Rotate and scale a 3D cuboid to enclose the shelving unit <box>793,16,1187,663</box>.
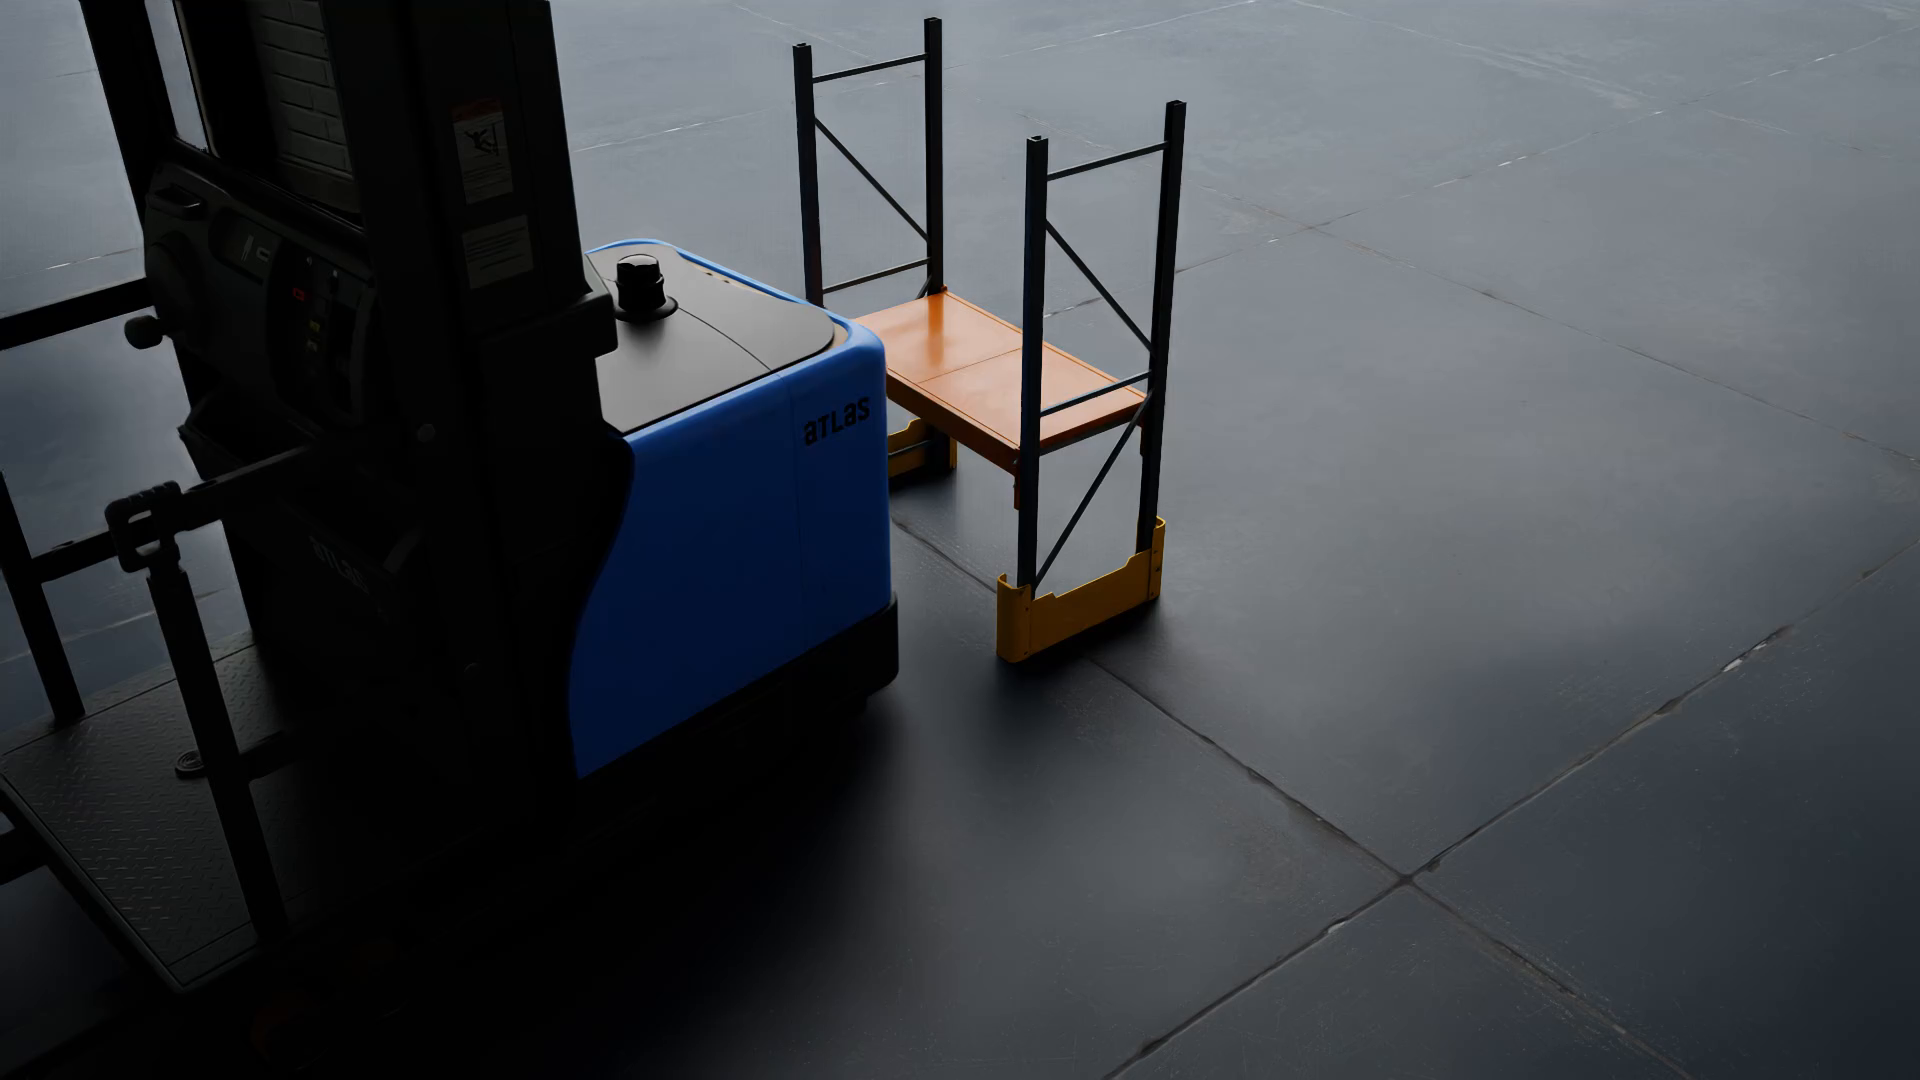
[{"bbox_3d":[0.047,-0.605,4.803,0.587,1.500,1.083,-22,38,-31],"label":"shelving unit"}]

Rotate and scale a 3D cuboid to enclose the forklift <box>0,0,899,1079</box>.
[{"bbox_3d":[-1.549,-0.448,3.193,1.130,2.935,3.031,27,41,36],"label":"forklift"}]

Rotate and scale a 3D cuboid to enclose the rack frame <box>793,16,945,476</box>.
[{"bbox_3d":[-0.259,-0.813,5.138,0.500,1.500,0.032,-22,38,-31],"label":"rack frame"}]

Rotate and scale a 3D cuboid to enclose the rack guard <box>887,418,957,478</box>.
[{"bbox_3d":[-0.259,-0.282,5.467,0.587,0.250,0.087,-22,38,-31],"label":"rack guard"}]

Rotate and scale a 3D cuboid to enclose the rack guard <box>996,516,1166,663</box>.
[{"bbox_3d":[0.352,0.133,4.799,0.587,0.250,0.087,-22,38,-31],"label":"rack guard"}]

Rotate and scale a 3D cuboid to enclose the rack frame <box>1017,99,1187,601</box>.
[{"bbox_3d":[0.364,-0.390,4.456,0.500,1.500,0.032,-22,38,-31],"label":"rack frame"}]

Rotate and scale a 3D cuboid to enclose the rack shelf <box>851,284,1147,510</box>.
[{"bbox_3d":[0.052,-0.449,4.892,0.538,0.185,1.000,-22,38,-31],"label":"rack shelf"}]
